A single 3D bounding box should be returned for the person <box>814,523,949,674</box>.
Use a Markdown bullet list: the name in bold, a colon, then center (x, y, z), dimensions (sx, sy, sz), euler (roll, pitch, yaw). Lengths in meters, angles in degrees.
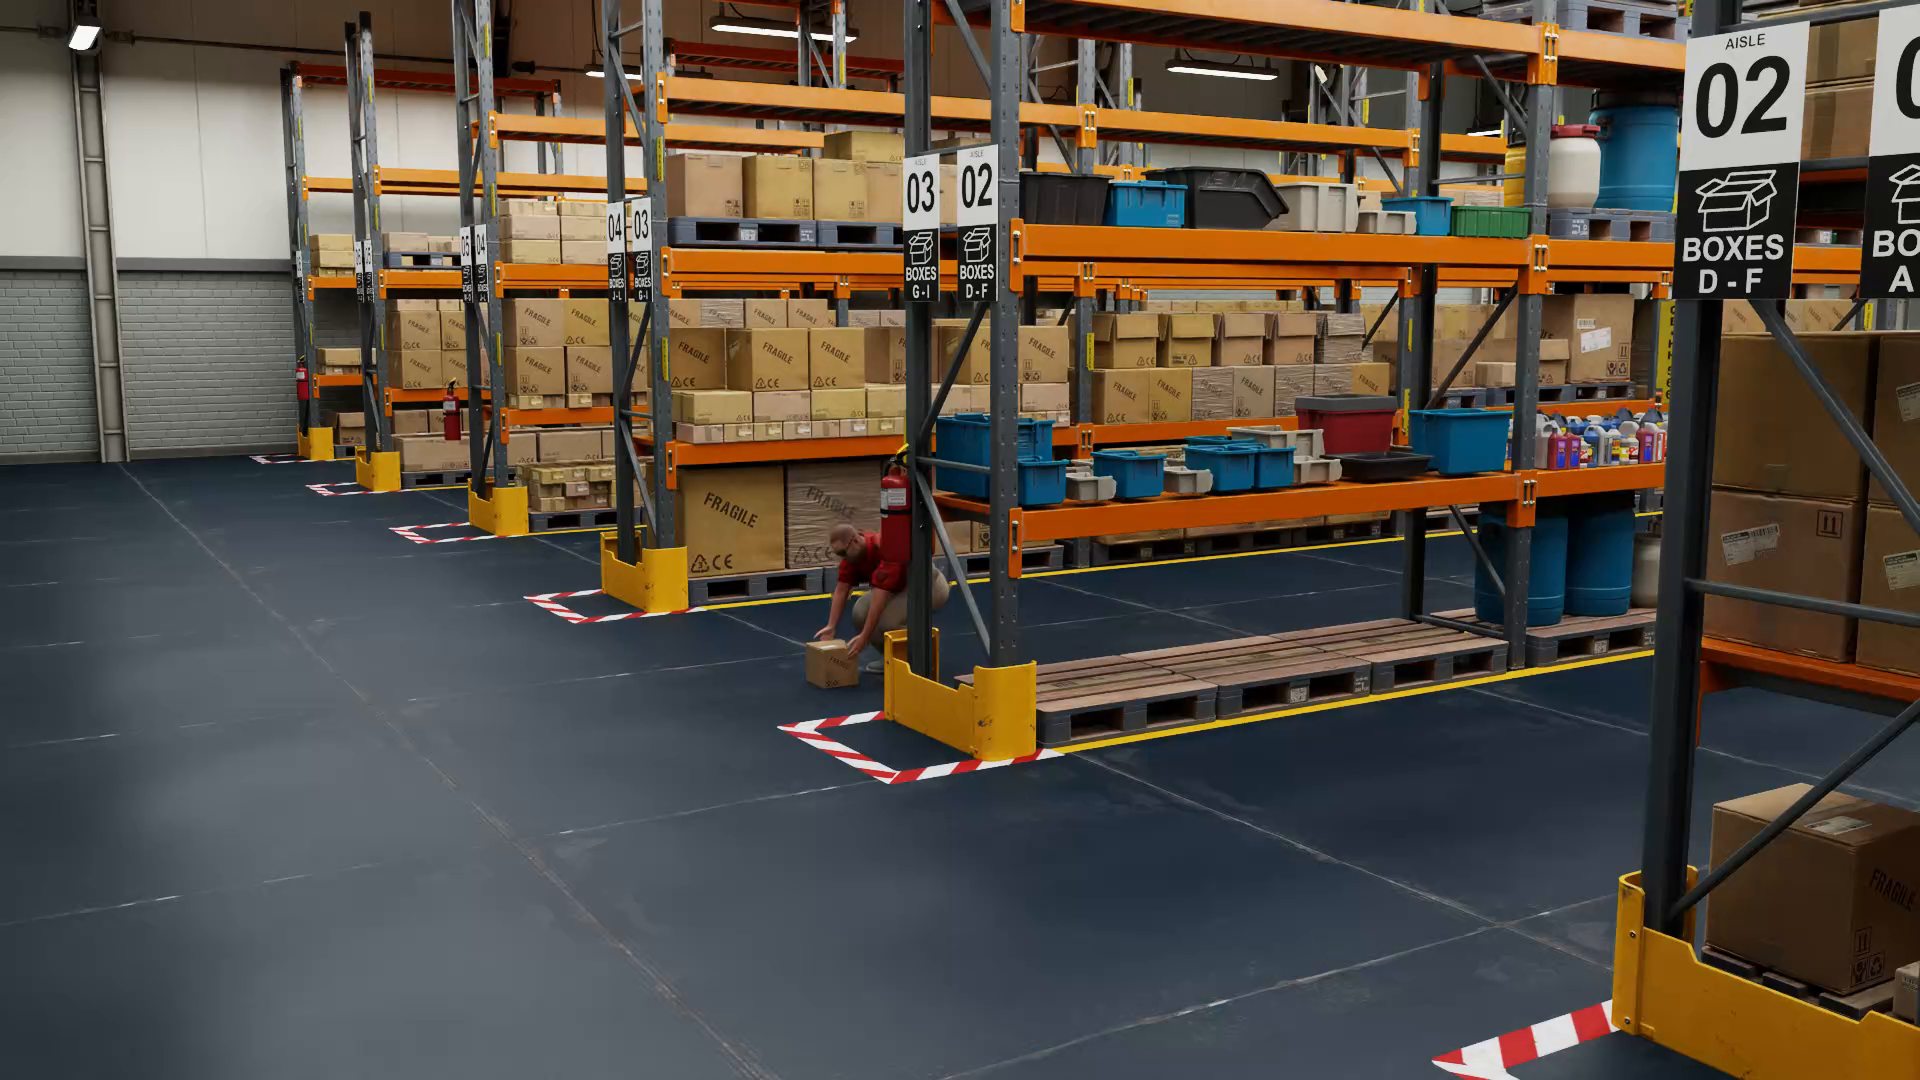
- **person**: center (-0.470, 0.379, 10.691), dimensions (0.857, 1.036, 0.570), euler (-5, 9, -31)
